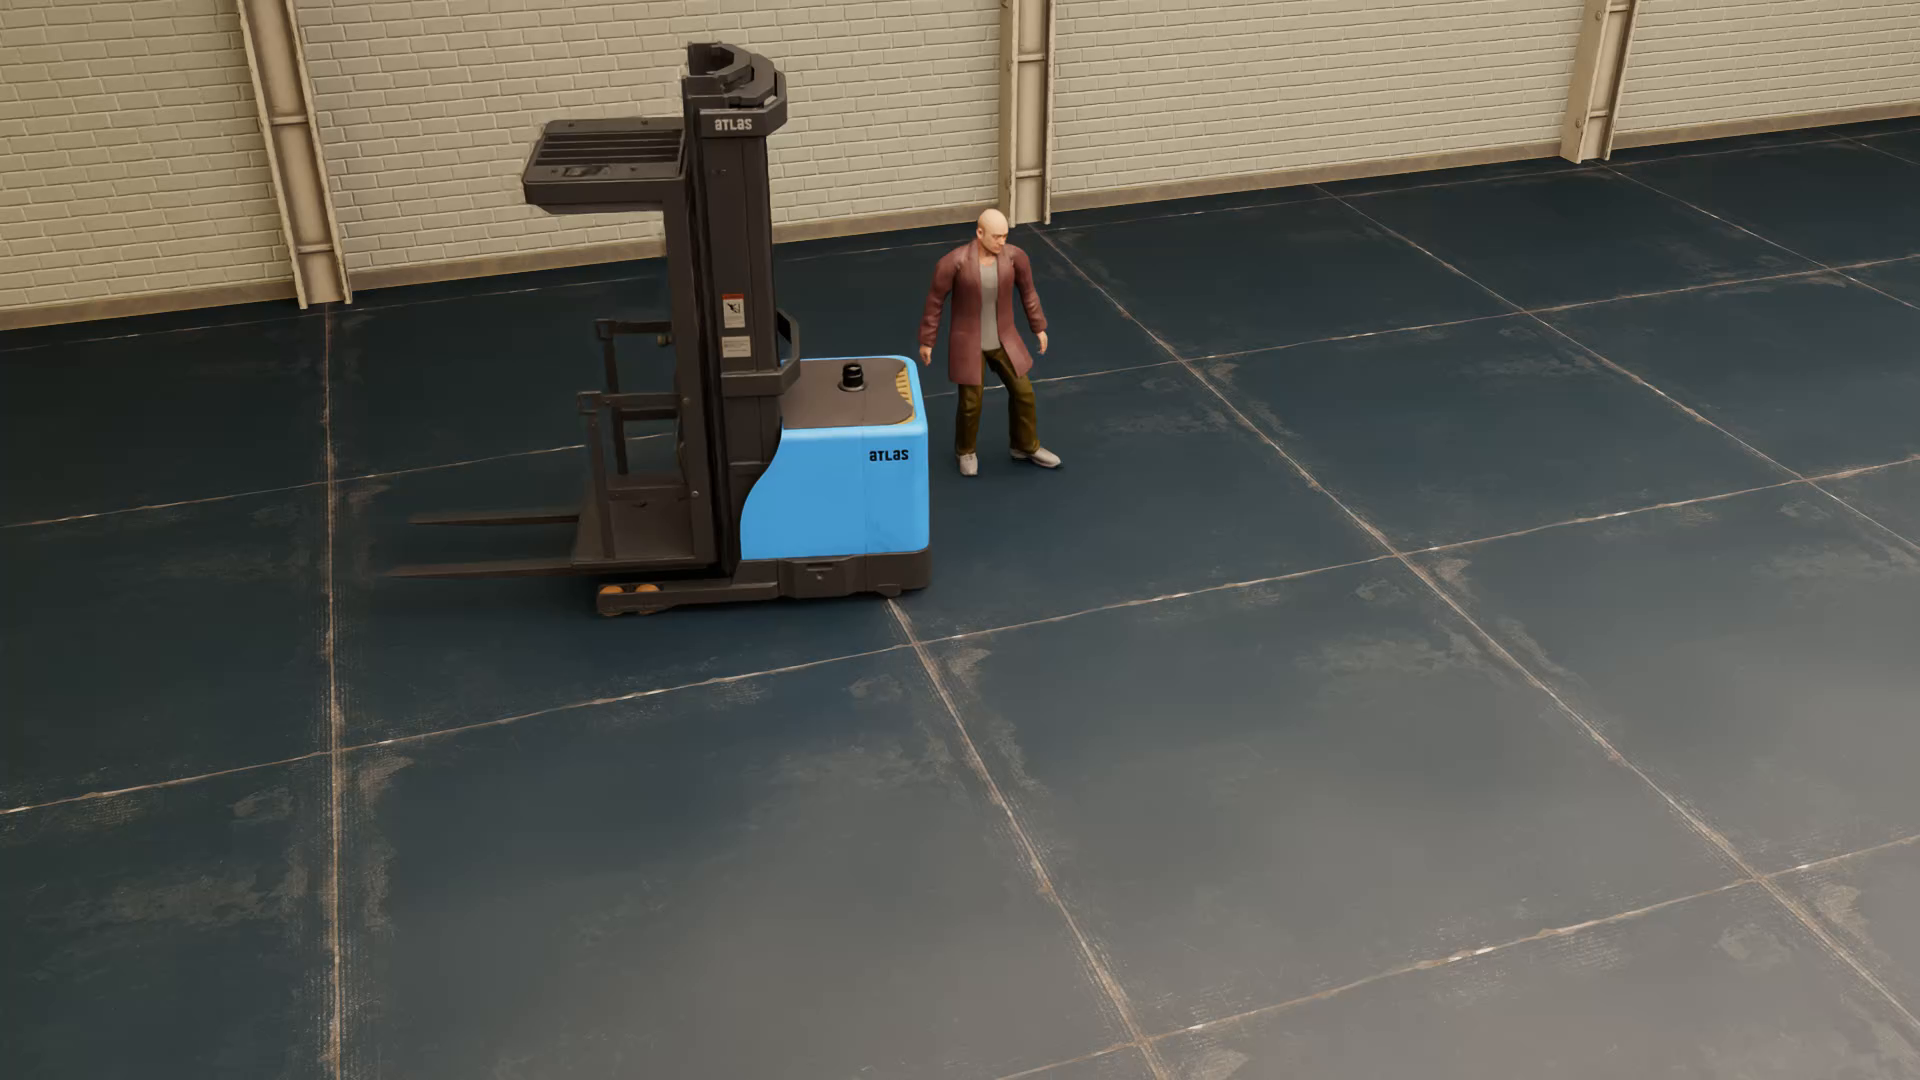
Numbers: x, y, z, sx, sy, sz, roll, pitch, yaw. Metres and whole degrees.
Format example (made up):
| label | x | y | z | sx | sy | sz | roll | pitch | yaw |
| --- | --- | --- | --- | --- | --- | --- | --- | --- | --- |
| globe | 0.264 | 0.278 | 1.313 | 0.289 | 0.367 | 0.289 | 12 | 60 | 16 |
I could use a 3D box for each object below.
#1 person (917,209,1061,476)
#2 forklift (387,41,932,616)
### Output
| label | x | y | z | sx | sy | sz | roll | pitch | yaw |
| --- | --- | --- | --- | --- | --- | --- | --- | --- | --- |
| person | 0.181 | -1.176 | 10.502 | 0.890 | 1.573 | 0.423 | -9 | 31 | -16 |
| forklift | -1.710 | -1.122 | 9.037 | 3.031 | 2.935 | 1.130 | -3 | 30 | -5 |
